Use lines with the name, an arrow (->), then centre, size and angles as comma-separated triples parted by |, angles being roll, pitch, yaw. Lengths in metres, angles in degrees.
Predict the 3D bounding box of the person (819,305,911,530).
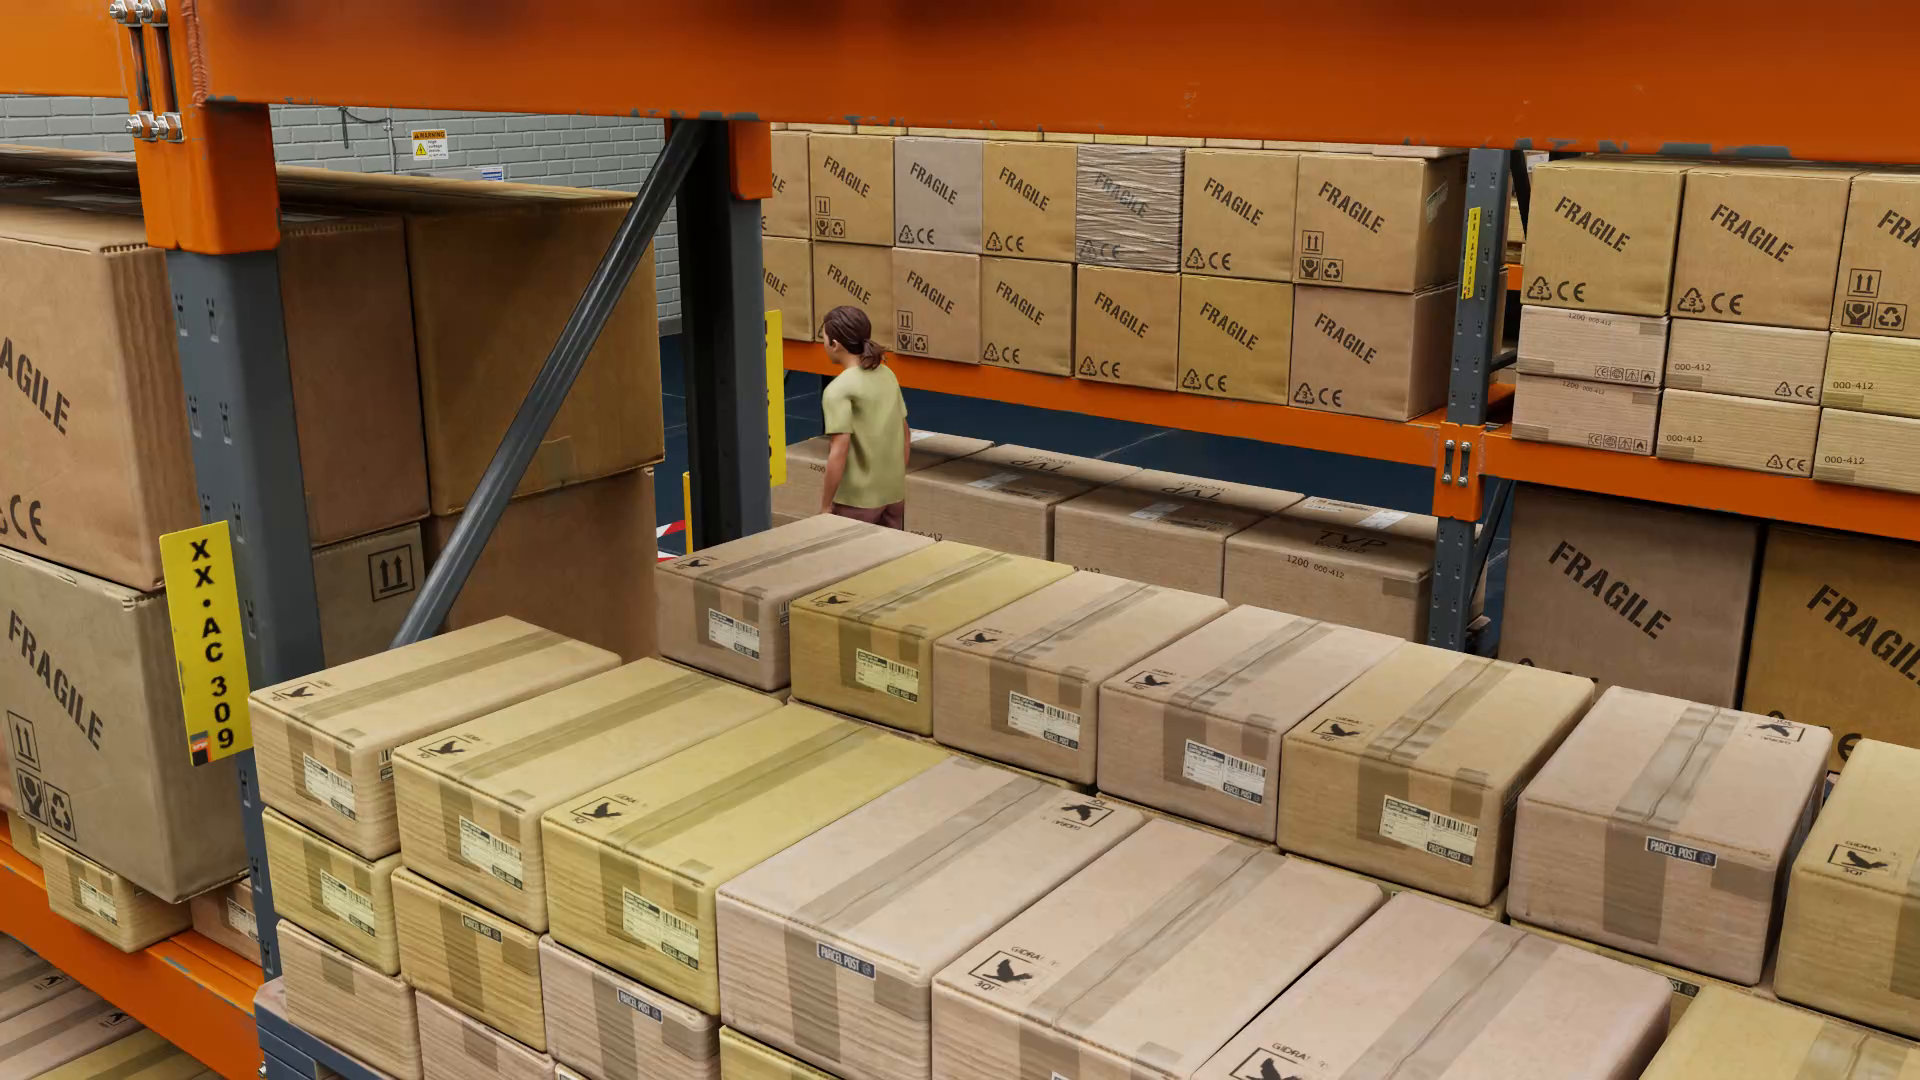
person -> -0.423, -0.166, 7.095 | 0.357, 1.673, 0.499 | 13, 21, 37
